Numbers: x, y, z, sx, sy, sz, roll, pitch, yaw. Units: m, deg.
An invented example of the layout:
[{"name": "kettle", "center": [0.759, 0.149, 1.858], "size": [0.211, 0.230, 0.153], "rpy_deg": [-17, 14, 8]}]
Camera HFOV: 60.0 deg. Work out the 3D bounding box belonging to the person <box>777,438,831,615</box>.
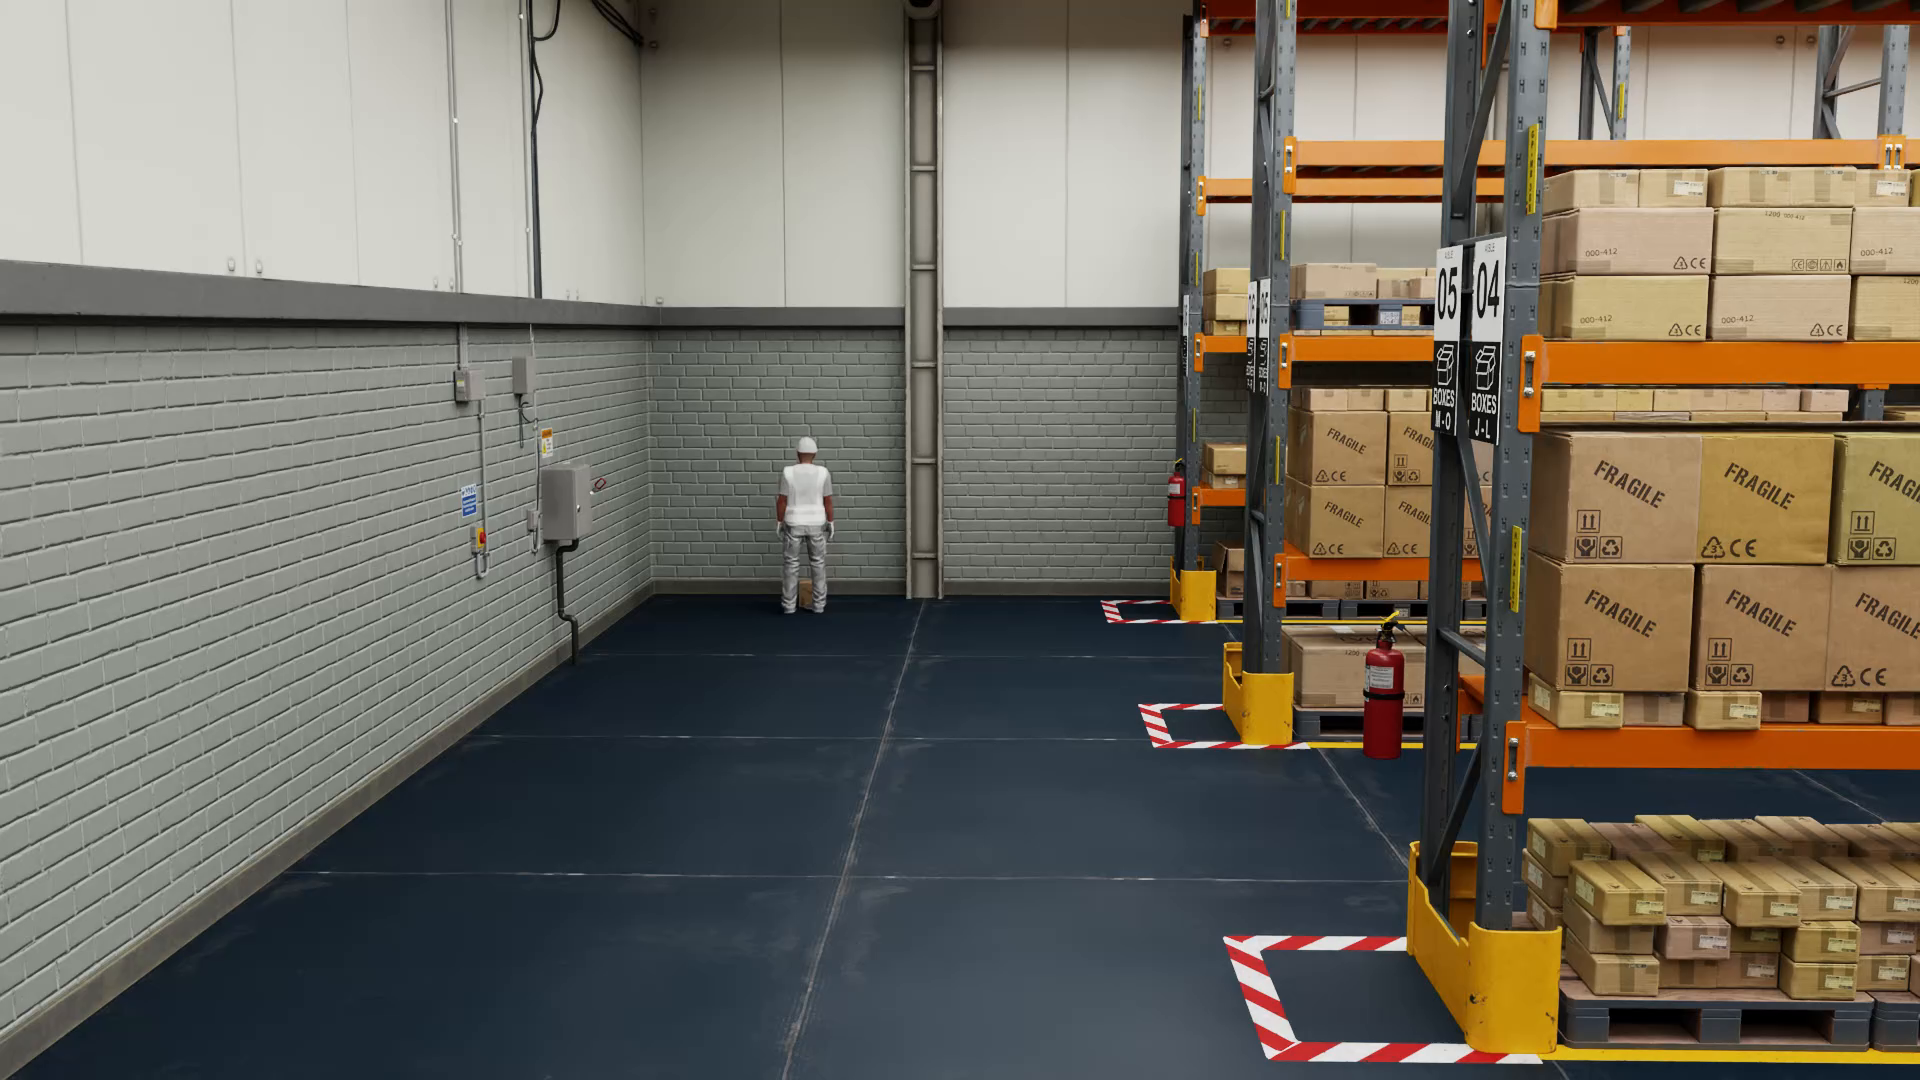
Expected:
[{"name": "person", "center": [-1.570, -0.142, 16.809], "size": [0.546, 1.787, 0.377], "rpy_deg": [0, 7, -1]}]
